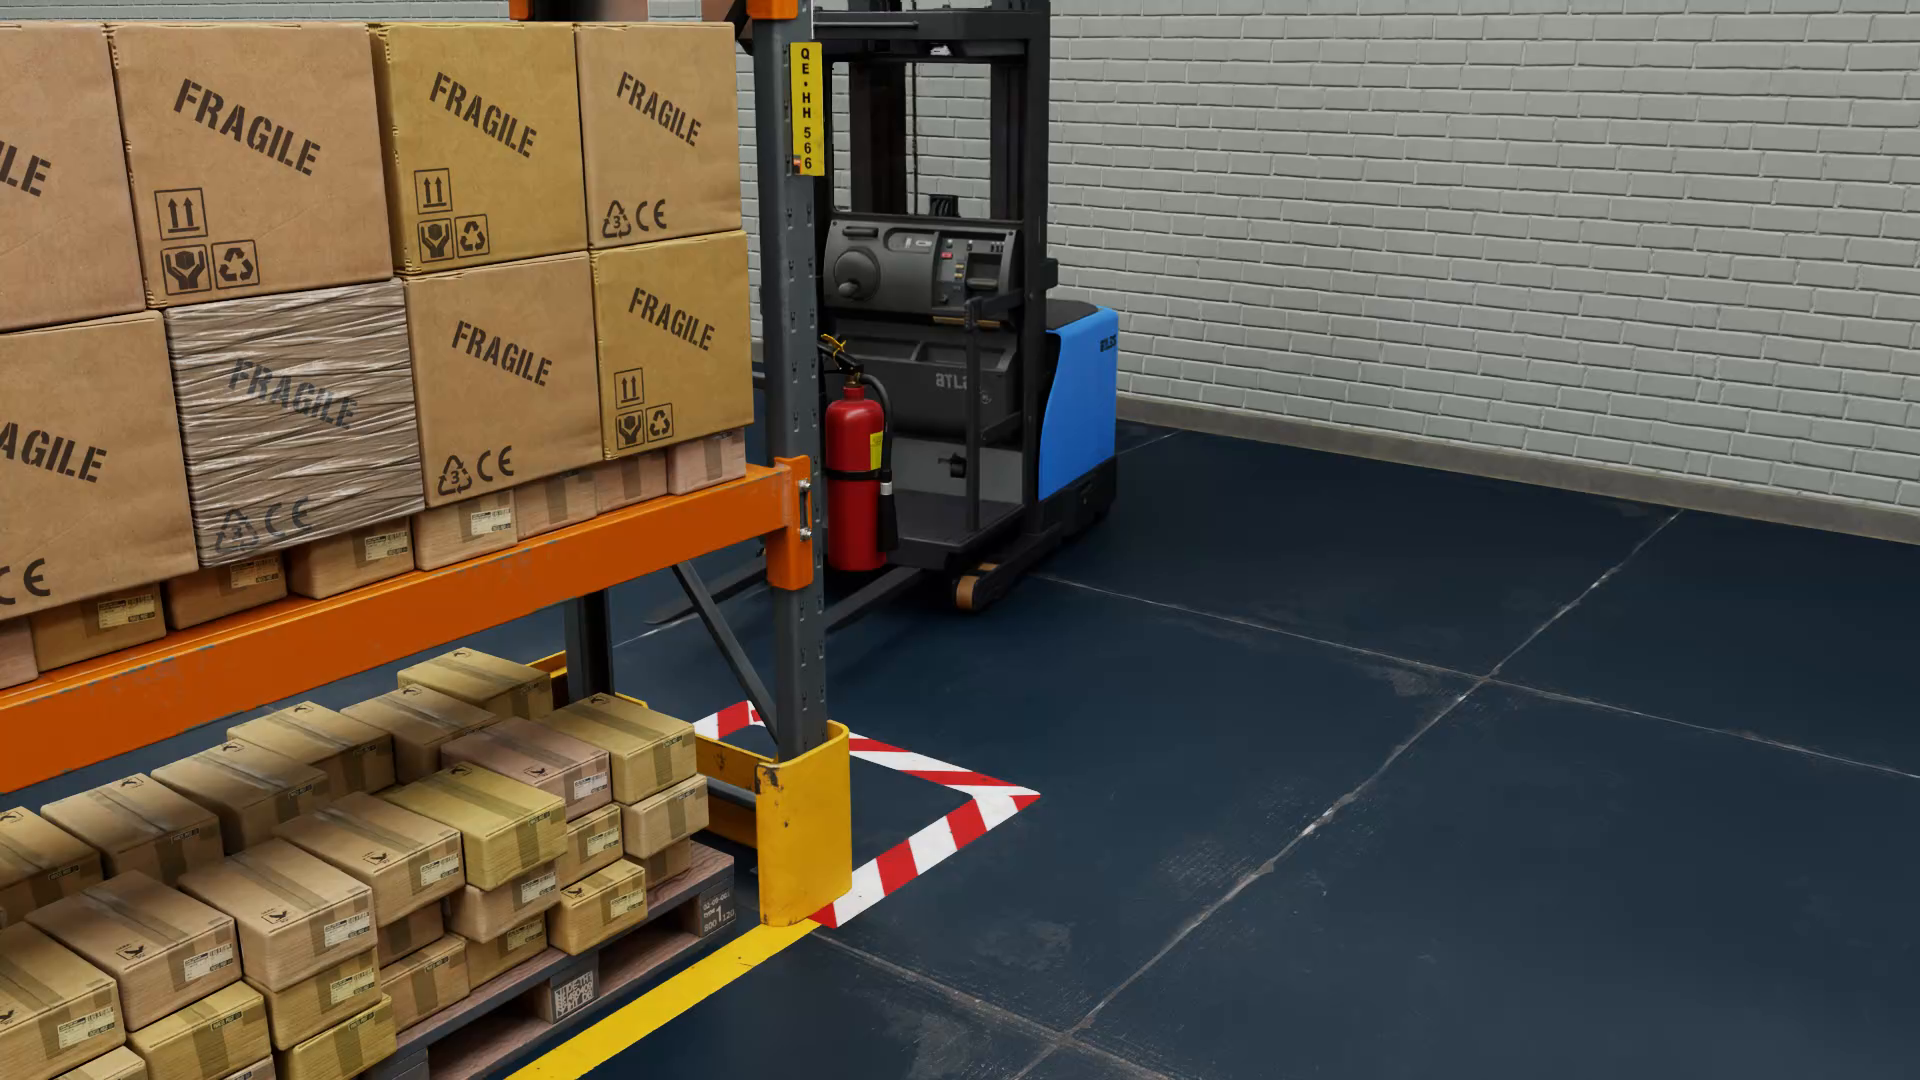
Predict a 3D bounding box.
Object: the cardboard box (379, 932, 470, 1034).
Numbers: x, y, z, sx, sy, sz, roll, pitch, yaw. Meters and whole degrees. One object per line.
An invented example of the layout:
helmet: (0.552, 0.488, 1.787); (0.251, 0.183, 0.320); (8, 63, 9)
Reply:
cardboard box: (-1.402, 1.021, 3.996); (0.380, 0.149, 0.250); (13, 21, 35)

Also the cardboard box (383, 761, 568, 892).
cardboard box: (-1.180, 0.692, 4.054); (0.380, 0.149, 0.250); (12, 21, 33)

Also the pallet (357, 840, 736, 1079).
pallet: (-1.378, 1.047, 4.515); (1.003, 0.211, 1.213); (12, 21, 35)

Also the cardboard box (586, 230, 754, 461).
cardboard box: (-0.881, -0.527, 4.213); (0.500, 0.500, 0.500); (13, 21, 36)

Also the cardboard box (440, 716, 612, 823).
cardboard box: (-1.128, 0.608, 4.325); (0.380, 0.149, 0.250); (13, 21, 36)

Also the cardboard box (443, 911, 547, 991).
cardboard box: (-1.265, 0.960, 4.193); (0.380, 0.149, 0.250); (12, 21, 34)

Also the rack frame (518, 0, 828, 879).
rack frame: (-0.820, -0.490, 4.763); (1.000, 3.000, 0.127); (12, 21, 35)

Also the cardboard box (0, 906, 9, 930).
cardboard box: (-2.246, 0.846, 3.559); (0.380, 0.149, 0.250); (12, 21, 35)

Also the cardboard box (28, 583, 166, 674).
cardboard box: (-1.771, 0.115, 3.239); (0.380, 0.149, 0.250); (13, 21, 36)

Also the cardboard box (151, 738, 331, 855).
cardboard box: (-1.807, 0.650, 4.189); (0.380, 0.149, 0.250); (11, 20, 32)

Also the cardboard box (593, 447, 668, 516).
cardboard box: (-0.966, -0.190, 4.220); (0.380, 0.149, 0.250); (12, 21, 35)

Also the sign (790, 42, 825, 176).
sign: (-0.386, -1.091, 4.213); (0.100, 0.325, 0.005); (12, 21, 35)

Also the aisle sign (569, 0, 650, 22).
aisle sign: (-1.018, -1.802, 4.604); (0.394, 0.787, 0.004); (12, 21, 35)

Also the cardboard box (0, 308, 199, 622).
cardboard box: (-1.792, -0.166, 3.050); (0.500, 0.500, 0.500); (14, 22, 37)

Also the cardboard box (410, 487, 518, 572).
cardboard box: (-1.236, -0.062, 3.810); (0.380, 0.149, 0.250); (13, 22, 36)

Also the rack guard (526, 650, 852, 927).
rack guard: (-0.866, 0.722, 5.075); (1.175, 0.500, 0.348); (12, 21, 35)

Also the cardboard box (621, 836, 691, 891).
cardboard box: (-0.966, 0.833, 4.601); (0.380, 0.149, 0.250); (13, 21, 36)

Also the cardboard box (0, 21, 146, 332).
cardboard box: (-1.810, -0.631, 2.863); (0.500, 0.500, 0.500); (12, 21, 33)

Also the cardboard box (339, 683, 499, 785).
cardboard box: (-1.473, 0.539, 4.547); (0.380, 0.149, 0.250); (13, 21, 36)

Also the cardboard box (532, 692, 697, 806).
cardboard box: (-0.932, 0.558, 4.485); (0.380, 0.149, 0.250); (13, 21, 35)

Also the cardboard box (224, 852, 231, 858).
cardboard box: (-1.862, 0.780, 4.273); (0.380, 0.149, 0.250); (13, 22, 36)

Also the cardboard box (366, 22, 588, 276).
cardboard box: (-1.195, -0.883, 3.675); (0.500, 0.500, 0.500); (12, 21, 33)

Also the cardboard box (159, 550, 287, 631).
cardboard box: (-1.626, 0.049, 3.452); (0.380, 0.149, 0.250); (11, 21, 32)

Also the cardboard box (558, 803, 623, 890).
cardboard box: (-1.104, 0.758, 4.342); (0.380, 0.149, 0.250); (12, 21, 33)

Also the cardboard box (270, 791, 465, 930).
cardboard box: (-1.385, 0.742, 3.892); (0.380, 0.149, 0.250); (11, 21, 33)

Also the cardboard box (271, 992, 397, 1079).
cardboard box: (-1.503, 1.093, 3.765); (0.380, 0.149, 0.250); (11, 21, 32)

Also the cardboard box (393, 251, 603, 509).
cardboard box: (-1.192, -0.405, 3.821); (0.500, 0.500, 0.500); (12, 21, 34)

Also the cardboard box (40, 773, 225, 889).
cardboard box: (-1.980, 0.714, 3.982); (0.380, 0.149, 0.250); (13, 22, 37)

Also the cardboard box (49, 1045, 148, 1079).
cardboard box: (-1.821, 1.083, 3.295); (0.380, 0.149, 0.250); (13, 21, 35)

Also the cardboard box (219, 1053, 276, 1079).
cardboard box: (-1.682, 1.155, 3.566); (0.380, 0.149, 0.250); (13, 21, 36)

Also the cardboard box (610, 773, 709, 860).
cardboard box: (-0.905, 0.705, 4.512); (0.380, 0.149, 0.250); (12, 21, 33)

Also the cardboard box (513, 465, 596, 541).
cardboard box: (-1.103, -0.127, 4.019); (0.380, 0.149, 0.250); (12, 21, 34)

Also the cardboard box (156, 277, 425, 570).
cardboard box: (-1.487, -0.283, 3.427); (0.500, 0.500, 0.500); (13, 21, 35)

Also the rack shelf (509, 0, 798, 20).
rack shelf: (-2.012, -1.102, 2.891); (1.077, 0.370, 4.000); (12, 21, 35)

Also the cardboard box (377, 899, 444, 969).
cardboard box: (-1.456, 0.875, 3.965); (0.380, 0.149, 0.250); (12, 21, 34)

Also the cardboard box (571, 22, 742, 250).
cardboard box: (-0.893, -1.004, 4.063); (0.500, 0.500, 0.500); (12, 21, 34)

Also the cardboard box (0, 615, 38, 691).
cardboard box: (-1.904, 0.179, 3.033); (0.380, 0.149, 0.250); (13, 22, 37)

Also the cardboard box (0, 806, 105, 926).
cardboard box: (-2.174, 0.769, 3.806); (0.380, 0.149, 0.250); (13, 21, 36)

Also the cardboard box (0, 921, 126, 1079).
cardboard box: (-1.880, 0.927, 3.298); (0.380, 0.149, 0.250); (13, 21, 35)

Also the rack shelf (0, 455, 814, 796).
rack shelf: (-2.012, 0.330, 3.336); (1.077, 0.370, 4.000); (12, 21, 35)

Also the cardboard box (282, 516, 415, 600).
cardboard box: (-1.417, -0.005, 3.625); (0.380, 0.149, 0.250); (11, 21, 32)

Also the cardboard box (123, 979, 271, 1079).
cardboard box: (-1.680, 1.013, 3.522); (0.380, 0.149, 0.250); (14, 22, 37)

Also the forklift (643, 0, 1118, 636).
forklift: (-0.277, -1.229, 7.261); (1.130, 2.935, 3.031); (8, 19, 24)

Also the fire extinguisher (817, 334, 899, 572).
fire extinguisher: (-0.299, -0.253, 4.760); (0.296, 0.674, 0.183); (12, 21, 35)

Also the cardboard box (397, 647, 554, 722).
cardboard box: (-1.405, 0.452, 4.827); (0.380, 0.149, 0.250); (11, 21, 32)

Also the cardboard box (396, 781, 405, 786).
cardboard box: (-1.547, 0.664, 4.646); (0.380, 0.149, 0.250); (12, 21, 34)

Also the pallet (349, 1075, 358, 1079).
pallet: (-2.105, 1.337, 3.584); (1.003, 0.211, 1.213); (12, 21, 35)

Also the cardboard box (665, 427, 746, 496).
cardboard box: (-0.787, -0.242, 4.389); (0.380, 0.149, 0.250); (12, 21, 35)

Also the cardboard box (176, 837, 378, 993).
cardboard box: (-1.501, 0.816, 3.654); (0.380, 0.149, 0.250); (13, 22, 37)

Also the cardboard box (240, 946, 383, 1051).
cardboard box: (-1.512, 0.955, 3.708); (0.380, 0.149, 0.250); (13, 21, 35)

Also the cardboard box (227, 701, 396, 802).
cardboard box: (-1.726, 0.576, 4.427); (0.380, 0.149, 0.250); (12, 21, 35)

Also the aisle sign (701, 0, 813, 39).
aisle sign: (-0.536, -1.696, 4.263); (0.394, 0.787, 0.004); (12, 21, 35)

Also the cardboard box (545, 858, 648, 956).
cardboard box: (-1.038, 0.913, 4.346); (0.380, 0.149, 0.250); (13, 22, 36)

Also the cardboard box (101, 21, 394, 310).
cardboard box: (-1.498, -0.758, 3.271); (0.500, 0.500, 0.500); (14, 22, 37)

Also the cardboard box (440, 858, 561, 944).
cardboard box: (-1.214, 0.829, 4.113); (0.380, 0.149, 0.250); (11, 21, 32)

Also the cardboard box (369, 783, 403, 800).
cardboard box: (-1.622, 0.738, 4.408); (0.380, 0.149, 0.250); (13, 21, 35)

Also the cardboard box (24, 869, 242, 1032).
cardboard box: (-1.747, 0.859, 3.515); (0.380, 0.149, 0.250); (12, 21, 33)
